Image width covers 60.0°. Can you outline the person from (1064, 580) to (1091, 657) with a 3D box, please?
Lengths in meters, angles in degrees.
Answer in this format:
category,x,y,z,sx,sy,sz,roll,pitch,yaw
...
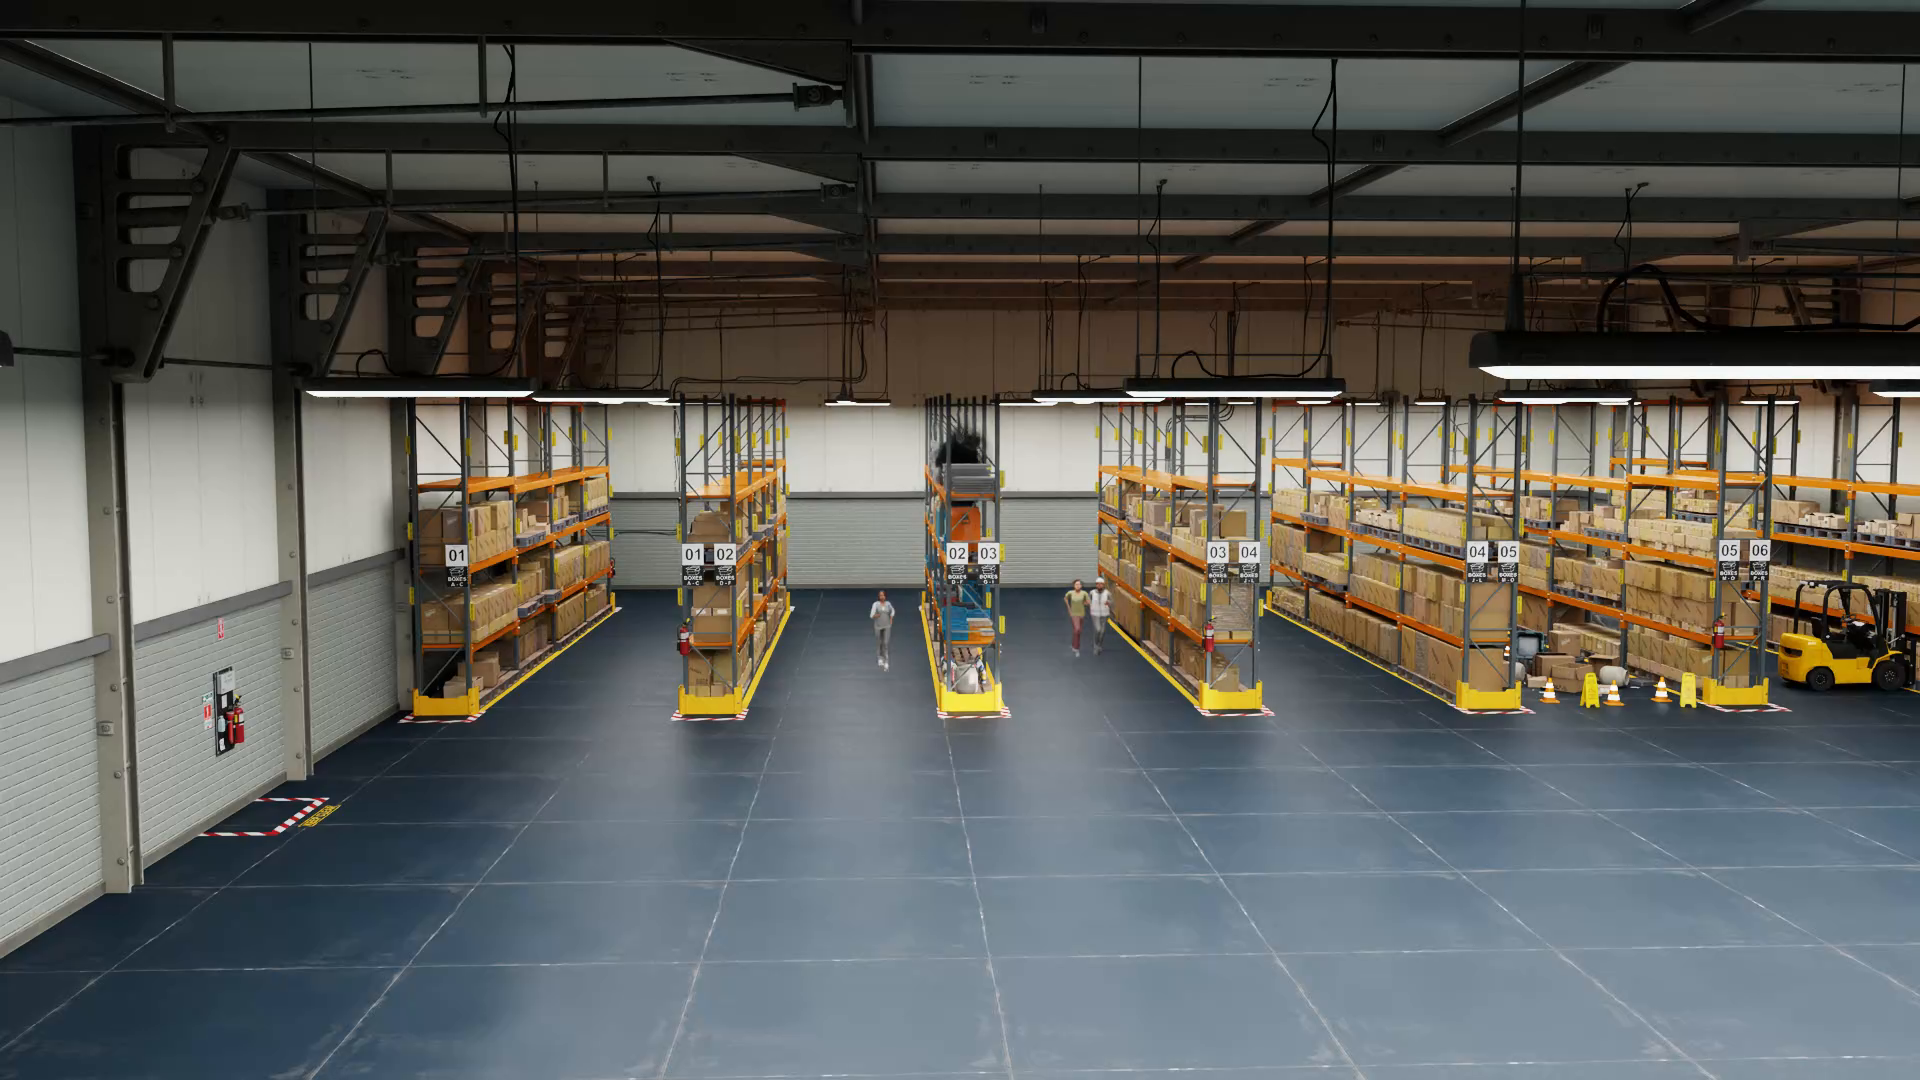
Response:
category,x,y,z,sx,sy,sz,roll,pitch,yaw
person,2.648,1.726,37.248,0.549,1.704,0.783,-1,5,-10

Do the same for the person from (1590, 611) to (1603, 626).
category,x,y,z,sx,sy,sz,roll,pitch,yaw
person,16.222,1.547,42.316,0.626,1.660,0.823,-1,5,-7

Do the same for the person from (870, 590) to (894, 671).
category,x,y,z,sx,sy,sz,roll,pitch,yaw
person,-1.619,1.876,34.749,0.520,1.656,0.673,0,5,-5

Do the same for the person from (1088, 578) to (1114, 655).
category,x,y,z,sx,sy,sz,roll,pitch,yaw
person,3.289,1.790,38.838,0.625,1.838,0.763,0,5,-3
